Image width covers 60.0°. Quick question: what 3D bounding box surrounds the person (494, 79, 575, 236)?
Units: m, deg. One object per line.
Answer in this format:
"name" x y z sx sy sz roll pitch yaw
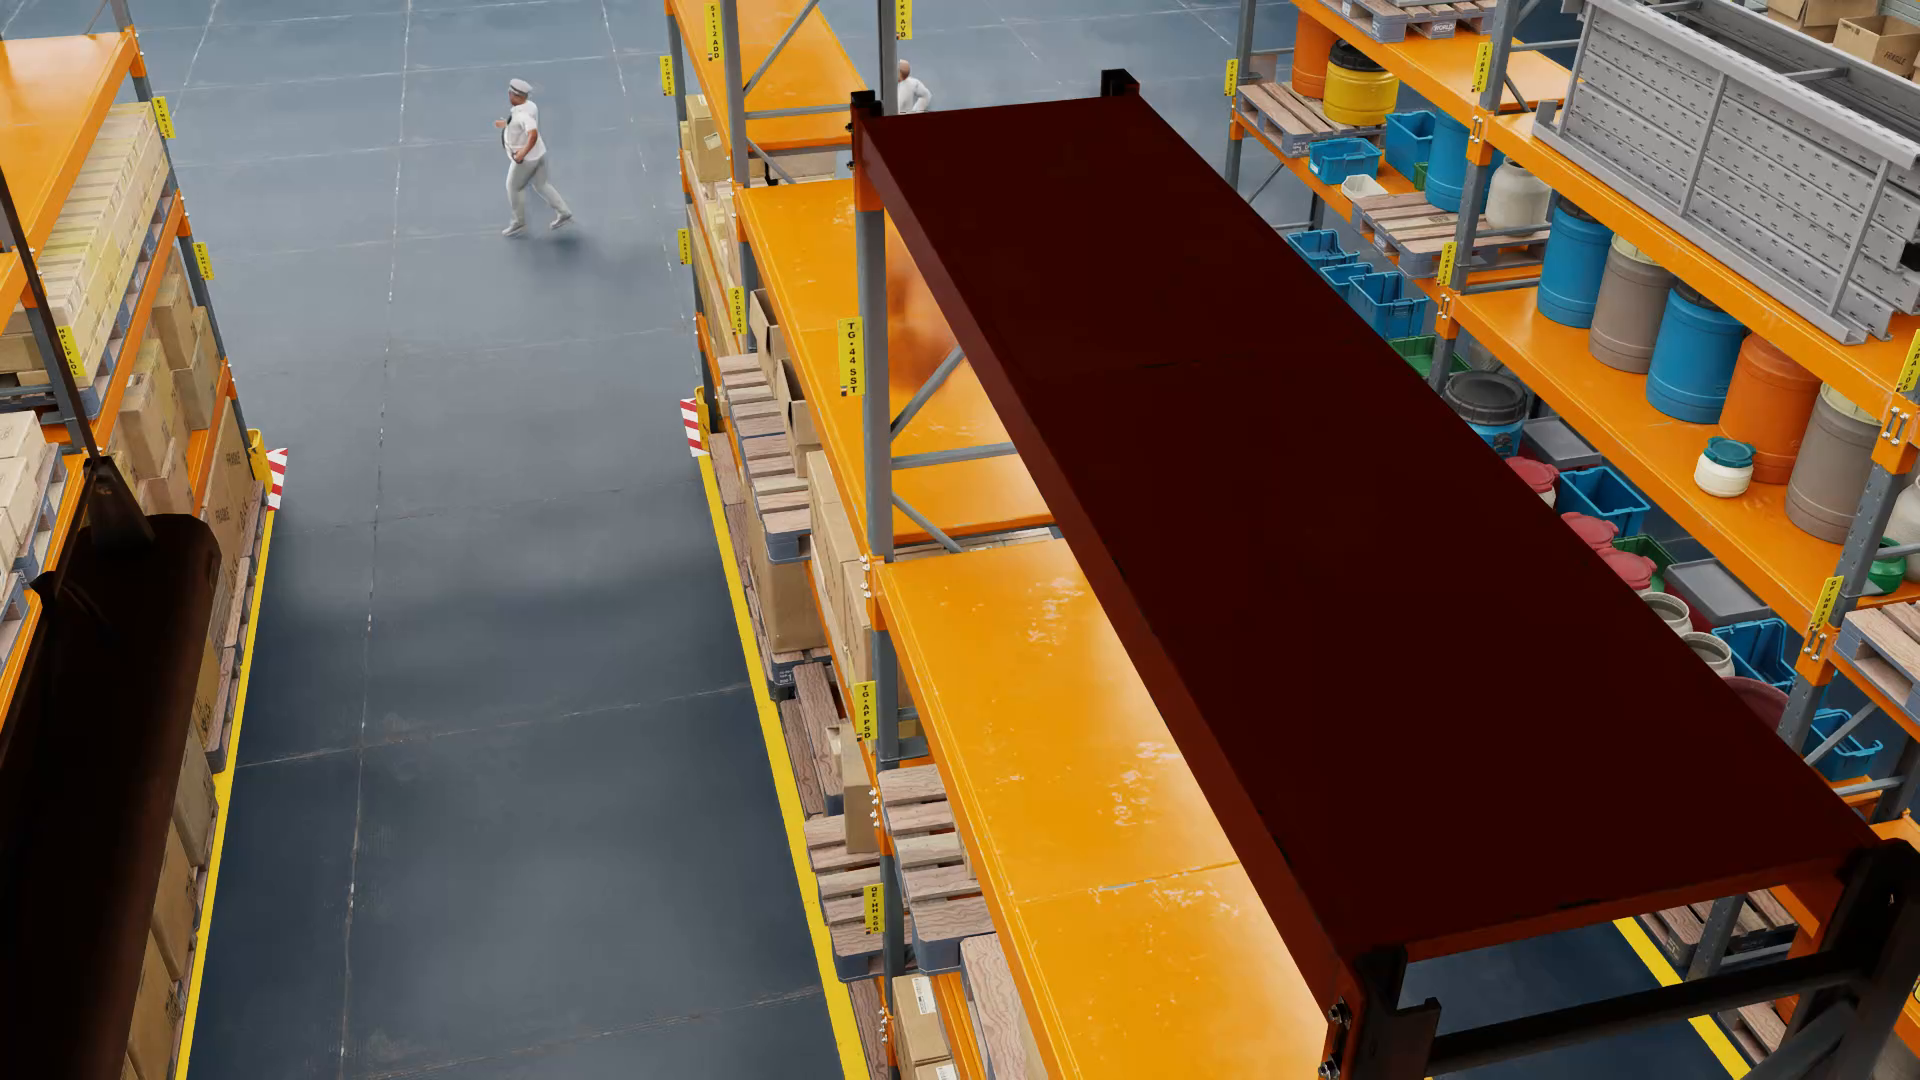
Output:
"person" -4.874 -4.308 18.795 0.850 1.828 0.648 6 35 9

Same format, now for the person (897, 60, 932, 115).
"person" -0.688 -4.686 19.376 0.820 1.843 0.674 5 35 8

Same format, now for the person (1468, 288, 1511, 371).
"person" 4.845 -1.734 15.142 0.592 1.647 0.907 -7 35 -10
